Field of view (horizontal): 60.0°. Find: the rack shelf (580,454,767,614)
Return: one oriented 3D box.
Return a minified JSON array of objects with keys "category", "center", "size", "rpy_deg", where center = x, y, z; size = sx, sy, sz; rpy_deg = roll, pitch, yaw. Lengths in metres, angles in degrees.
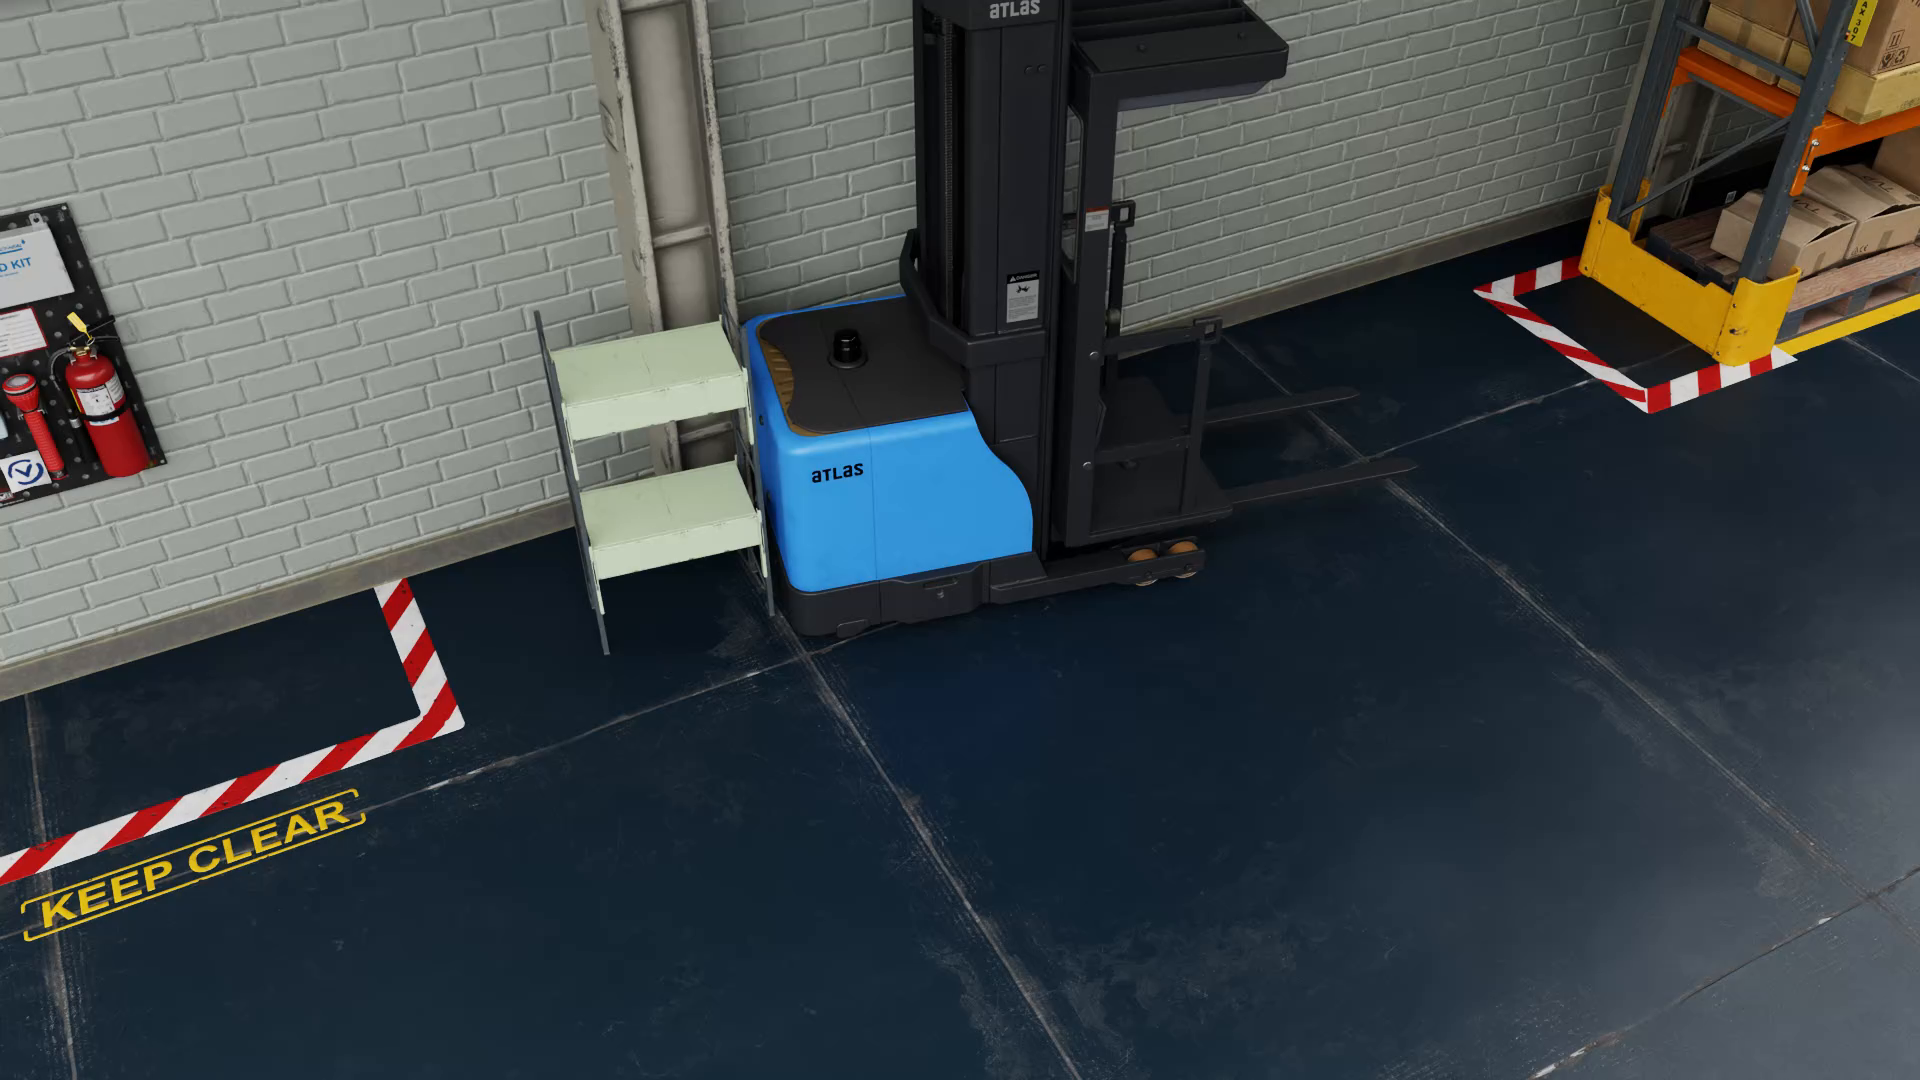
[{"category":"rack shelf","center":[-1.239,-0.030,7.118],"size":[0.720,0.370,0.431],"rpy_deg":[-13,42,-15]}]

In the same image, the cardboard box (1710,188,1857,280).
[{"category":"cardboard box","center":[4.549,-1.711,9.179],"size":[0.500,0.311,0.500],"rpy_deg":[-24,46,-25]}]

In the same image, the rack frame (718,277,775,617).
[{"category":"rack frame","center":[-0.894,-0.357,7.000],"size":[0.023,1.500,0.400],"rpy_deg":[-13,42,-15]}]

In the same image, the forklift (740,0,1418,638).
[{"category":"forklift","center":[0.606,-1.231,6.925],"size":[3.031,2.935,1.130],"rpy_deg":[-11,41,-12]}]

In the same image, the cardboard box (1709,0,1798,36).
[{"category":"cardboard box","center":[4.214,-2.914,8.379],"size":[0.500,0.500,0.500],"rpy_deg":[-19,44,-21]}]

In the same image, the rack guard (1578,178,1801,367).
[{"category":"rack guard","center":[3.962,-1.483,9.104],"size":[0.348,0.500,1.175],"rpy_deg":[-19,44,-21]}]

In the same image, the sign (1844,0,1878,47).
[{"category":"sign","center":[4.145,-2.434,7.623],"size":[0.005,0.325,0.100],"rpy_deg":[-19,44,-21]}]

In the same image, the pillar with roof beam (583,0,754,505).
[{"category":"pillar with roof beam","center":[0.783,-1.151,2.134],"size":[0.400,9.000,9.100],"rpy_deg":[-19,44,-21]}]

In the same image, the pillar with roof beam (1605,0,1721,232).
[{"category":"pillar with roof beam","center":[6.104,-2.942,4.249],"size":[0.400,9.000,9.100],"rpy_deg":[-19,44,-21]}]

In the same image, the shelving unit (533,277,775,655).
[{"category":"shelving unit","center":[-1.239,-0.278,6.907],"size":[0.755,1.500,0.431],"rpy_deg":[-13,42,-15]}]

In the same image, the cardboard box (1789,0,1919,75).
[{"category":"cardboard box","center":[4.457,-2.621,8.034],"size":[0.500,0.500,0.500],"rpy_deg":[-19,44,-21]}]

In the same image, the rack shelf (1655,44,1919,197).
[{"category":"rack shelf","center":[5.668,-2.737,9.207],"size":[4.000,0.370,1.077],"rpy_deg":[-19,44,-21]}]

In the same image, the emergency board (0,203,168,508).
[{"category":"emergency board","center":[-3.415,-0.613,6.141],"size":[0.643,1.169,0.194],"rpy_deg":[-19,44,-21]}]

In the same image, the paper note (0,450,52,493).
[{"category":"paper note","center":[-3.604,-0.263,6.410],"size":[0.142,0.148,0.016],"rpy_deg":[-19,44,-21]}]

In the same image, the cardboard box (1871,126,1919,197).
[{"category":"cardboard box","center":[5.729,-2.144,9.544],"size":[0.500,0.500,0.700],"rpy_deg":[-21,45,-23]}]

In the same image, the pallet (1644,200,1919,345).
[{"category":"pallet","center":[4.699,-1.595,9.460],"size":[1.213,0.211,1.003],"rpy_deg":[-19,44,-21]}]

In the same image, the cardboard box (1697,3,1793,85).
[{"category":"cardboard box","center":[4.219,-2.615,8.608],"size":[0.500,0.250,0.500],"rpy_deg":[-18,43,-20]}]

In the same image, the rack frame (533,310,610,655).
[{"category":"rack frame","center":[-1.584,-0.200,6.814],"size":[0.023,1.500,0.400],"rpy_deg":[-13,42,-15]}]

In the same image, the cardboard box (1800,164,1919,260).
[{"category":"cardboard box","center":[5.055,-1.881,9.380],"size":[0.500,0.311,0.500],"rpy_deg":[-15,43,-17]}]

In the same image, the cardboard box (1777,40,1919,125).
[{"category":"cardboard box","center":[4.474,-2.329,8.269],"size":[0.500,0.250,0.500],"rpy_deg":[-20,44,-22]}]

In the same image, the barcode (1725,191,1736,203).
[{"category":"barcode","center":[4.381,-1.949,9.453],"size":[0.075,0.075,0.001],"rpy_deg":[-19,44,-21]}]

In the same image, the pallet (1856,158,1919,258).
[{"category":"pallet","center":[5.779,-1.957,9.887],"size":[1.213,0.211,1.003],"rpy_deg":[-19,44,-21]}]

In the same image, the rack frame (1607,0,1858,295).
[{"category":"rack frame","center":[3.894,-2.414,8.270],"size":[0.127,3.000,1.000],"rpy_deg":[-19,44,-21]}]

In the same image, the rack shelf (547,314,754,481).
[{"category":"rack shelf","center":[-1.239,-0.576,6.655],"size":[0.720,0.370,0.431],"rpy_deg":[-13,42,-15]}]
